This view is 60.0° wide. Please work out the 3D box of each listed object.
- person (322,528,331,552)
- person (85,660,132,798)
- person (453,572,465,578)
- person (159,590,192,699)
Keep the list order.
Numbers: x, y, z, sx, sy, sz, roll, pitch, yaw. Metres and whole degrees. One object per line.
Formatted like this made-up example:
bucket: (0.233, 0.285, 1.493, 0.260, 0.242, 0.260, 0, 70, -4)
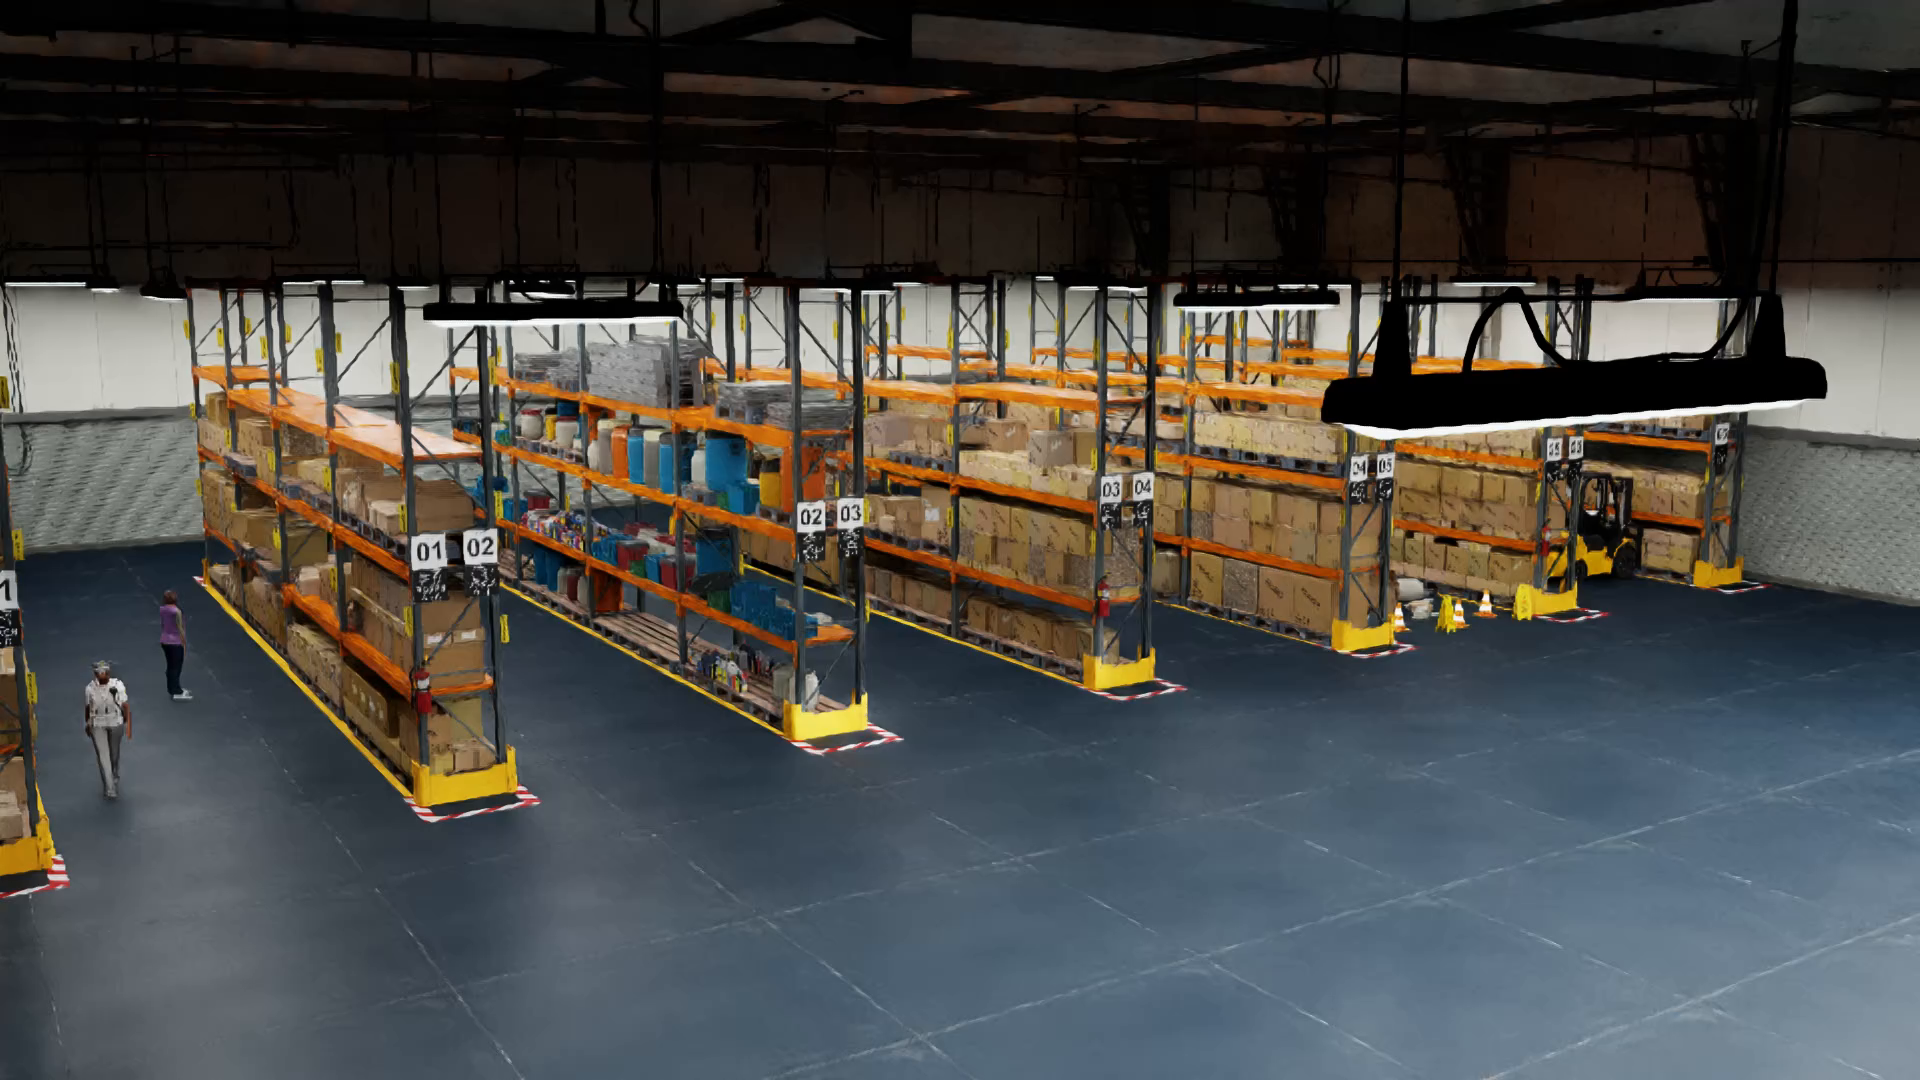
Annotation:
person: (-13.162, -0.339, 34.793, 0.553, 1.709, 1.123, -5, 11, -30)
person: (-10.207, 2.211, 19.951, 0.461, 1.620, 0.989, -7, 12, -34)
person: (-9.134, 0.447, 30.221, 0.538, 1.679, 0.454, 5, 11, 30)
person: (-11.410, 1.513, 24.182, 0.468, 1.587, 0.406, 5, 11, 28)
